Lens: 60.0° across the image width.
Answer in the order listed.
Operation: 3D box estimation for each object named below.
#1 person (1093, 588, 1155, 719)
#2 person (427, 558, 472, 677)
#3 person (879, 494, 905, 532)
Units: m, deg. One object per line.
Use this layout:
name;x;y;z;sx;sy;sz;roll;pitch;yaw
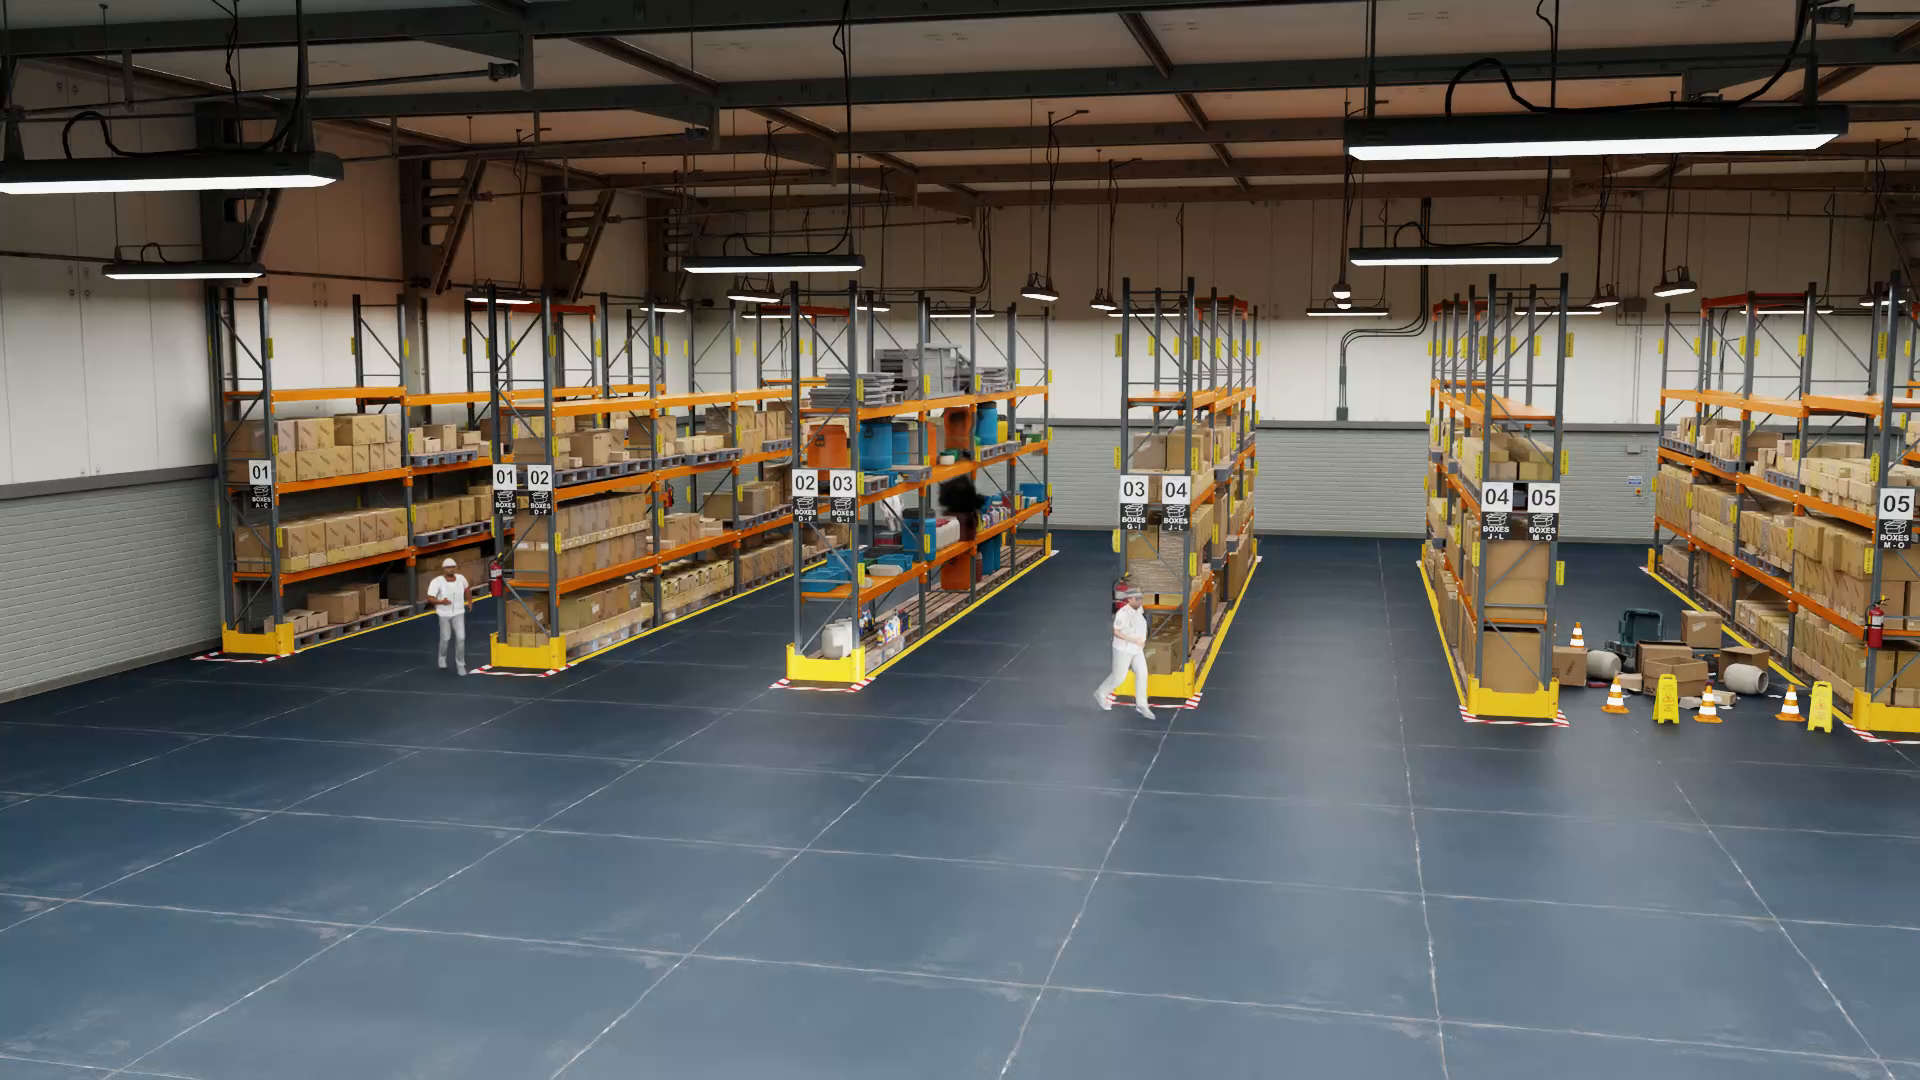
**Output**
person;2.270;1.520;22.777;0.620;1.792;0.934;-6;9;-44
person;-7.877;1.182;25.707;0.714;1.830;0.782;-4;8;-32
person;-1.689;-0.599;41.409;0.669;1.708;0.598;-2;7;-15
